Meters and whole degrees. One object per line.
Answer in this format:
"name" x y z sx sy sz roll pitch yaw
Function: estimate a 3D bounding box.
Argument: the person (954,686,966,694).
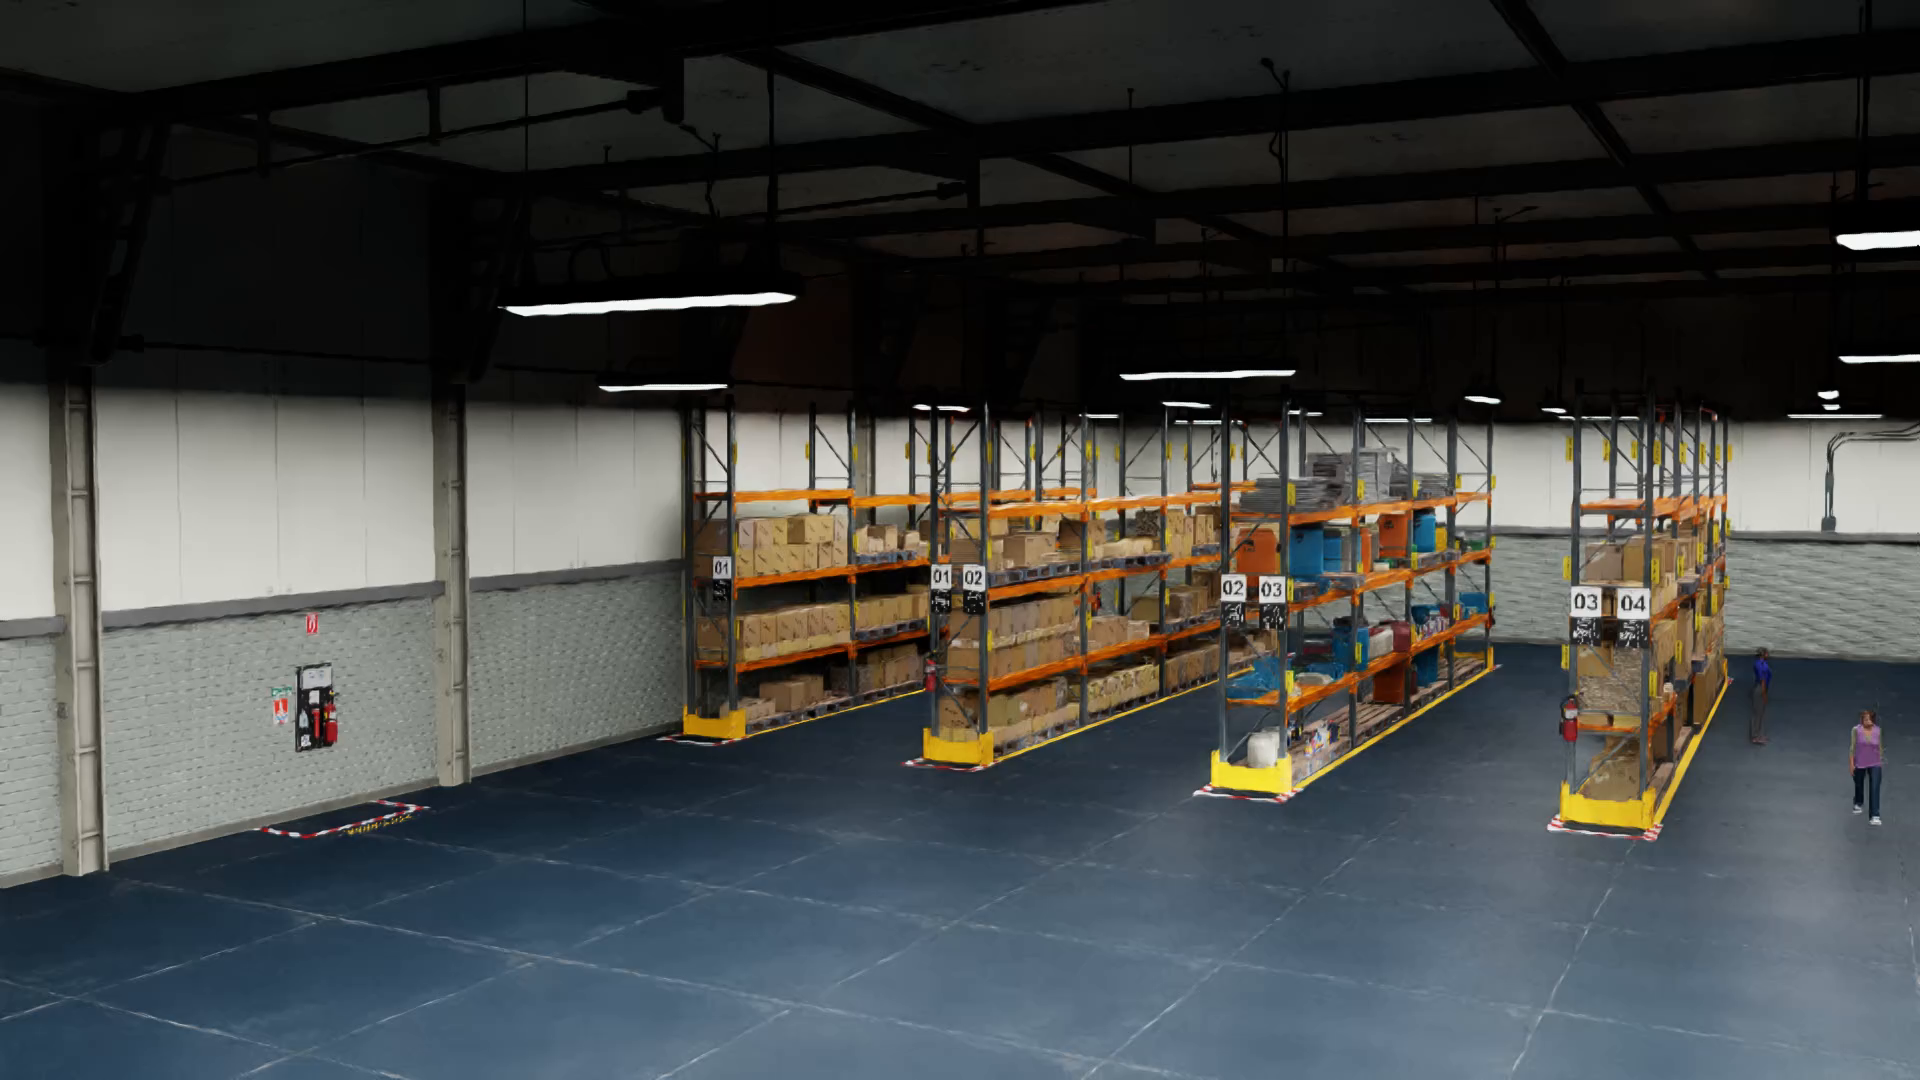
"person" 0.052 2.439 31.332 0.443 1.787 0.600 0 3 -2

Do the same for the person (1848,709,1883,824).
"person" 12.290 3.037 22.569 0.419 1.513 1.037 1 3 26

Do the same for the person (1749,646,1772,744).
"person" 13.807 2.653 28.665 0.367 1.650 0.592 1 3 15
